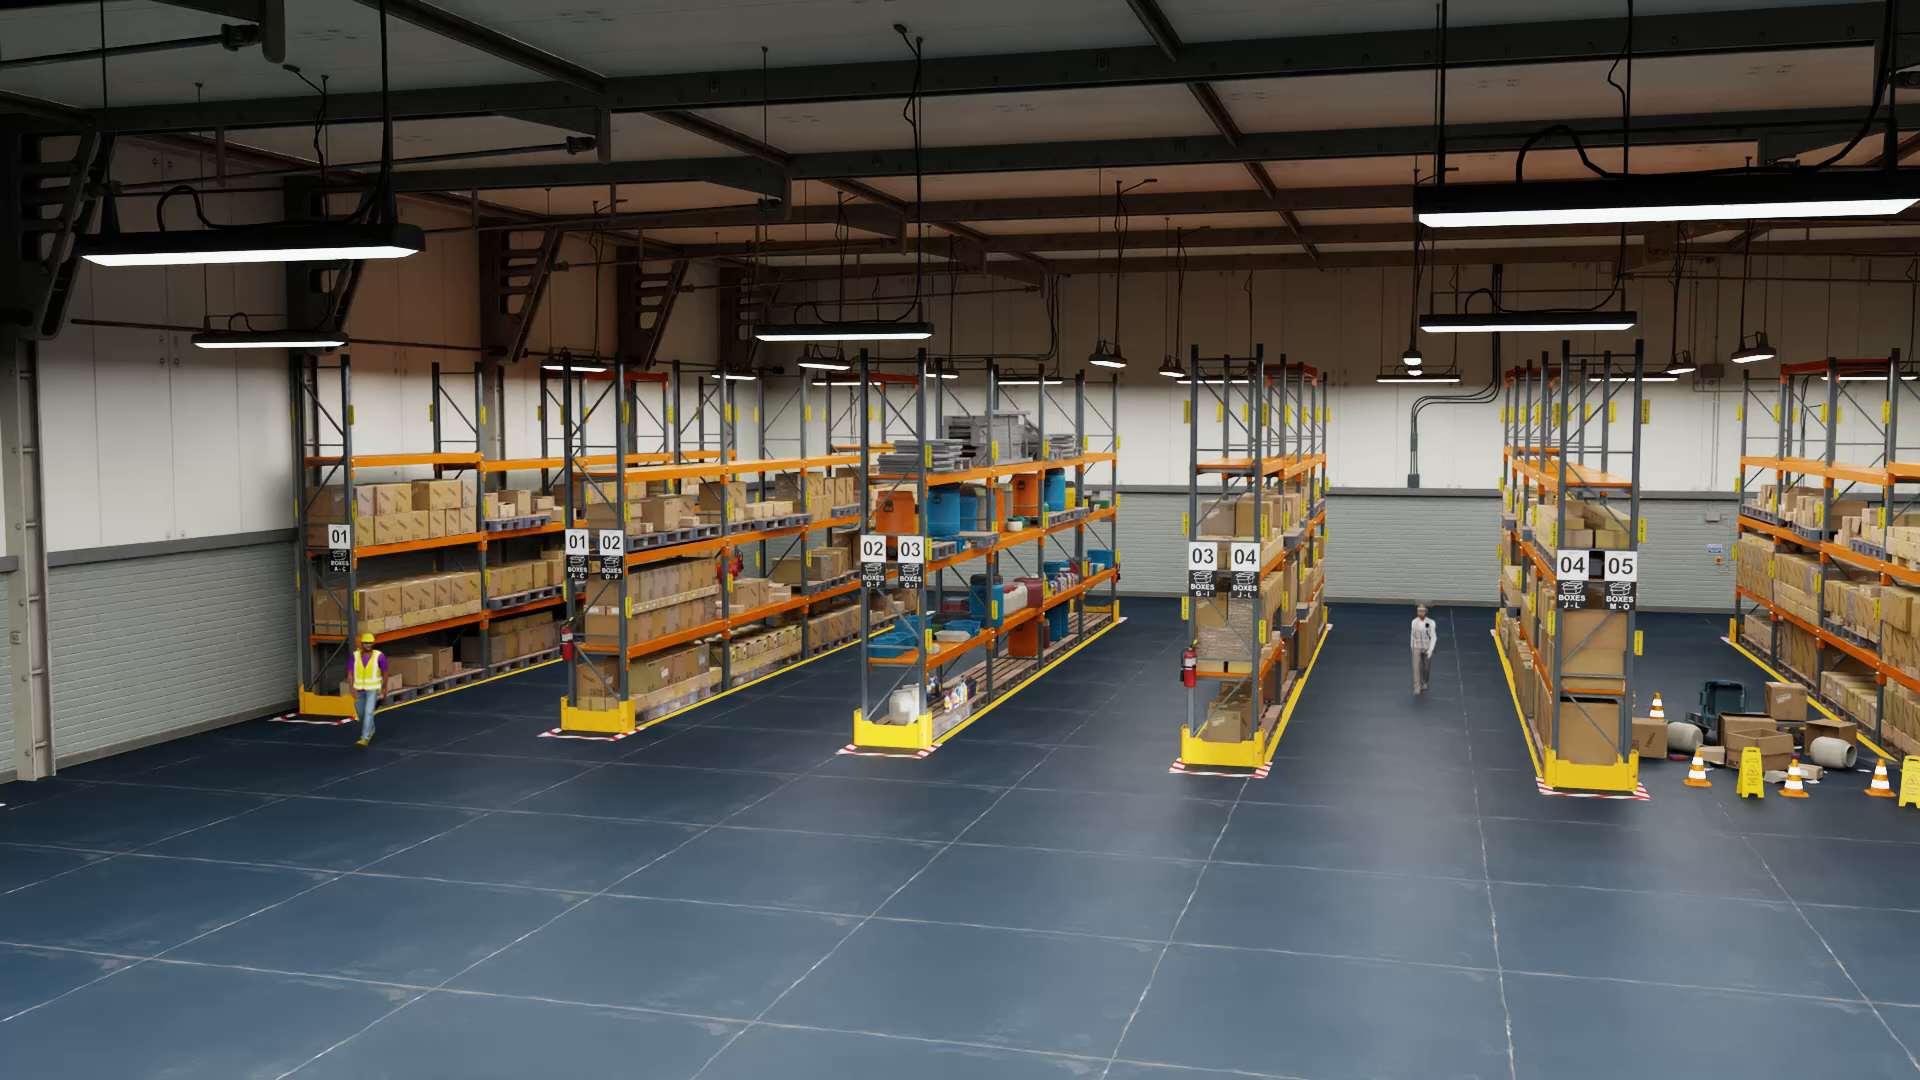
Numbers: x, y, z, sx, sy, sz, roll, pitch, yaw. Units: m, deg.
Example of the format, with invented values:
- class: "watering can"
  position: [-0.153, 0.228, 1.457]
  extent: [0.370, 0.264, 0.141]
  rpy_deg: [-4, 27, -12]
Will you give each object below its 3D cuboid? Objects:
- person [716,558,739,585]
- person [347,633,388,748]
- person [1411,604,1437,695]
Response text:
- class: "person"
  position: [-5.542, 1.168, 39.796]
  extent: [0.547, 1.674, 0.971]
  rpy_deg: [1, 4, 12]
- class: "person"
  position: [-9.019, 2.259, 25.213]
  extent: [0.547, 1.690, 1.105]
  rpy_deg: [0, 4, -3]
- class: "person"
  position: [8.332, 1.940, 29.850]
  extent: [0.435, 1.604, 1.068]
  rpy_deg: [1, 4, 13]
